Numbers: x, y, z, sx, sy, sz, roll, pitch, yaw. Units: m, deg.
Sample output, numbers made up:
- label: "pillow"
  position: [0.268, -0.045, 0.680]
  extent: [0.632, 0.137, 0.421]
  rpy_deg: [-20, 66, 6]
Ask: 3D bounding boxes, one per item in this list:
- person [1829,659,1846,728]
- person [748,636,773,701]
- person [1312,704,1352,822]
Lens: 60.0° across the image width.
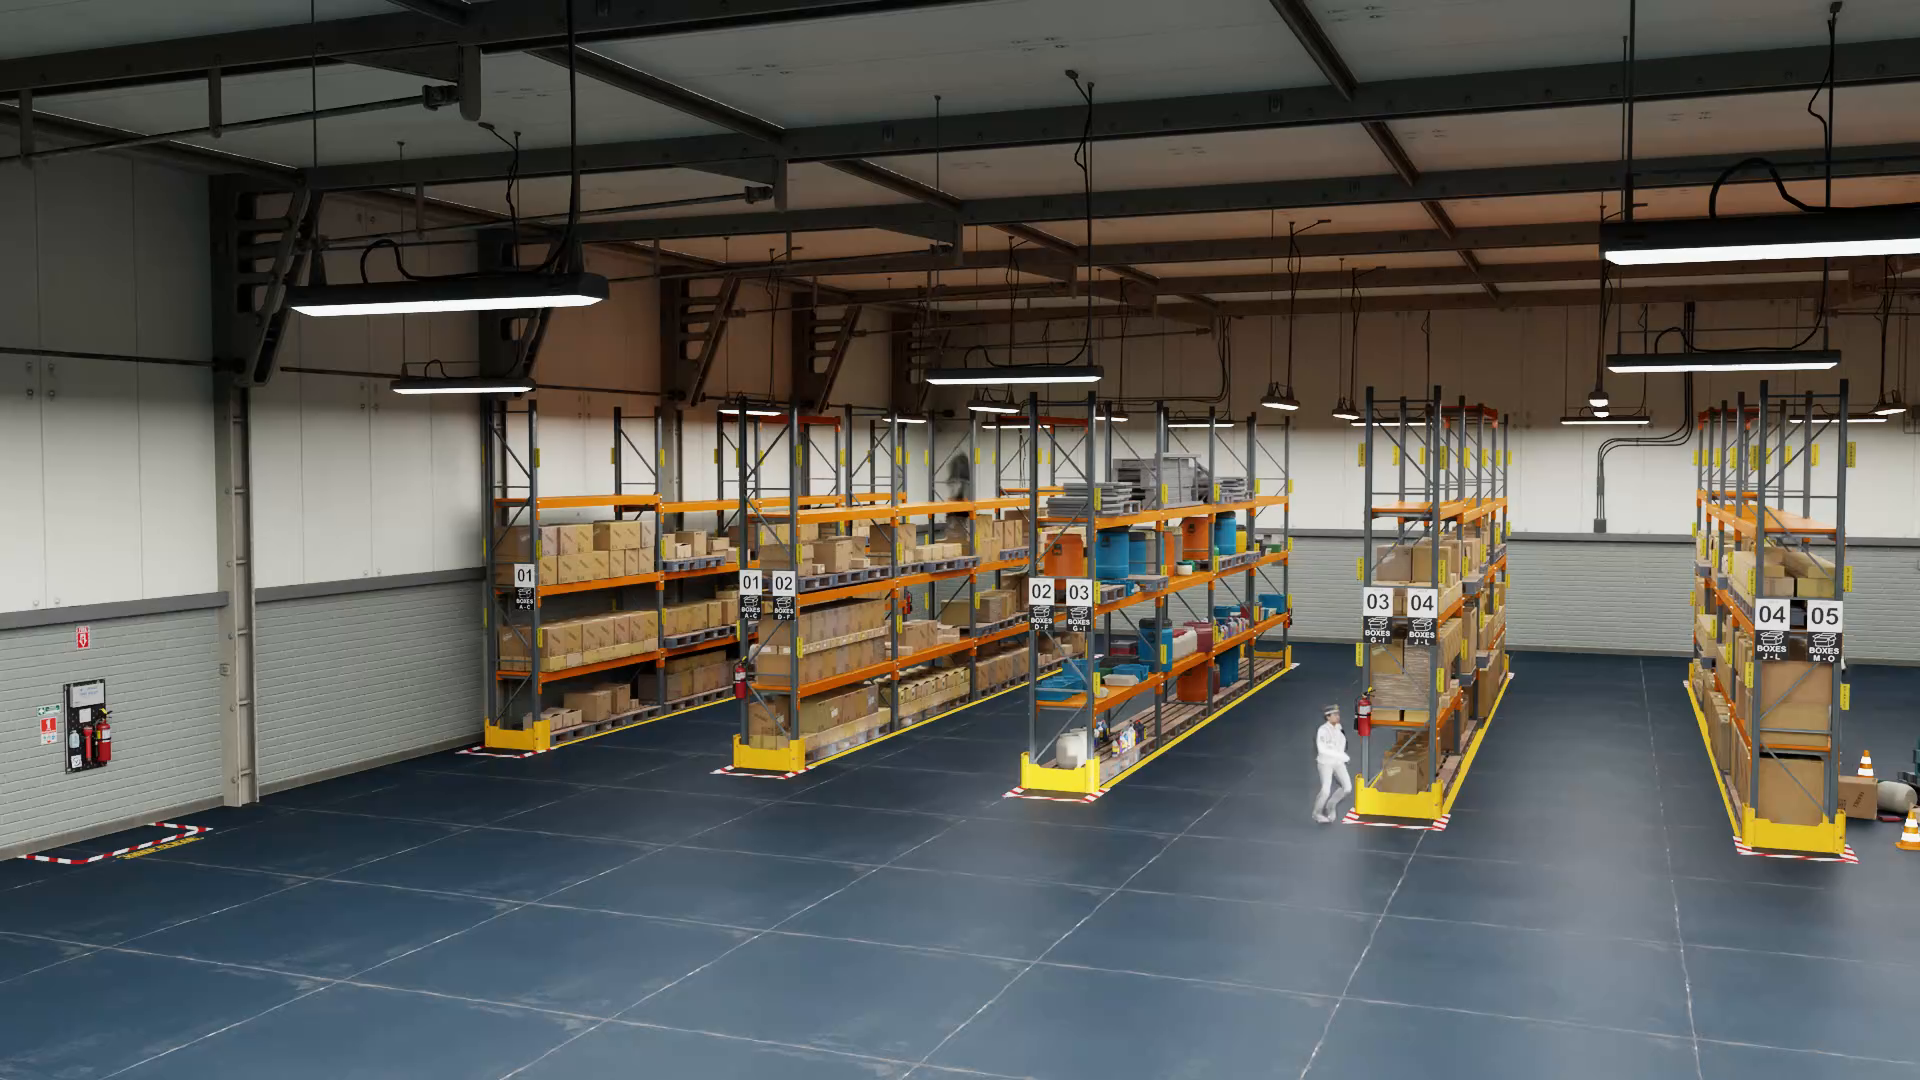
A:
- label: "person"
  position: [15.712, 2.660, 30.224]
  extent: [0.708, 1.764, 0.825]
  rpy_deg: [1, 3, 15]
- label: "person"
  position: [-3.670, 2.573, 31.447]
  extent: [0.680, 1.703, 0.934]
  rpy_deg: [1, 3, 13]
- label: "person"
  position: [5.087, 3.047, 22.643]
  extent: [0.585, 1.649, 0.690]
  rpy_deg: [-2, 3, -32]
